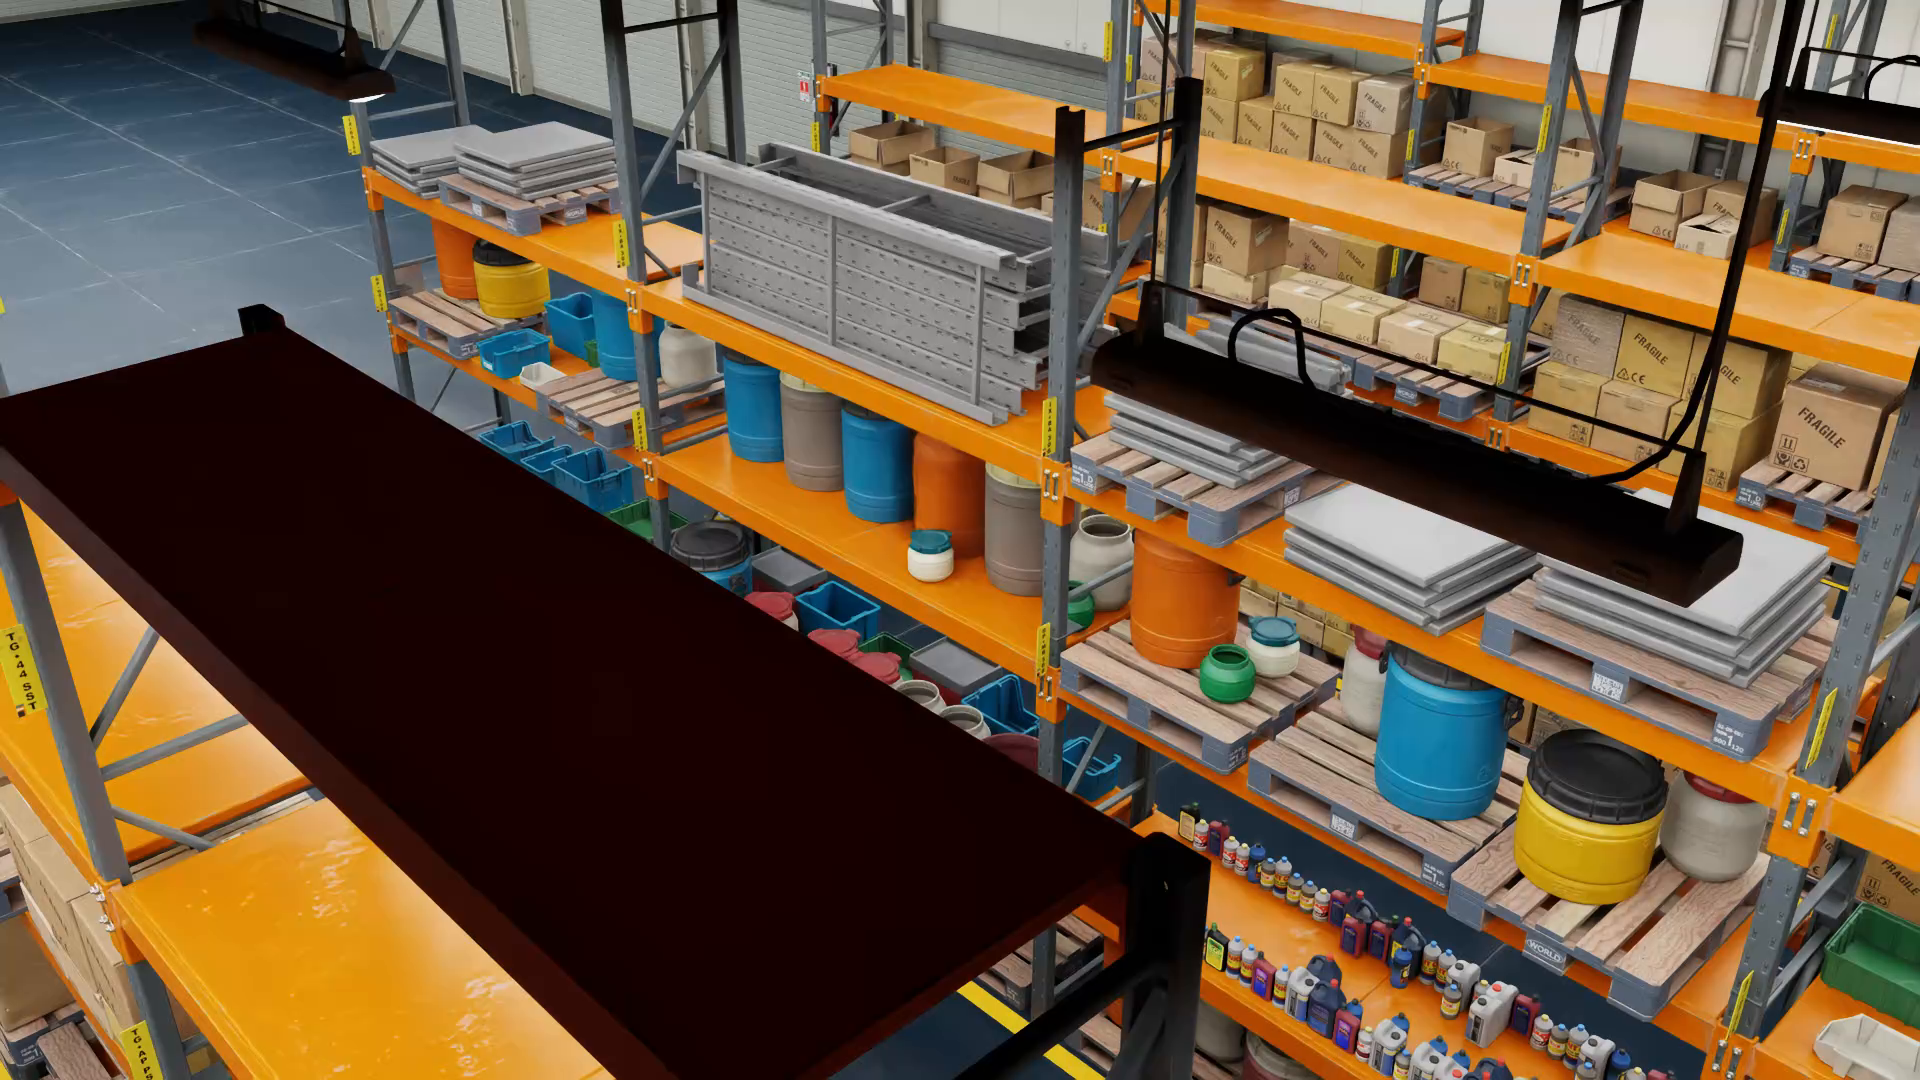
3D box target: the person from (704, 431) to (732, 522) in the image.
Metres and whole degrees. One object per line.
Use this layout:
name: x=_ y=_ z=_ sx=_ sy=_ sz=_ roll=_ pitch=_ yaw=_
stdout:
person: x=-2.205 y=-0.835 z=16.538 sx=0.951 sy=1.718 sz=0.593 roll=4 pitch=28 yaw=7
